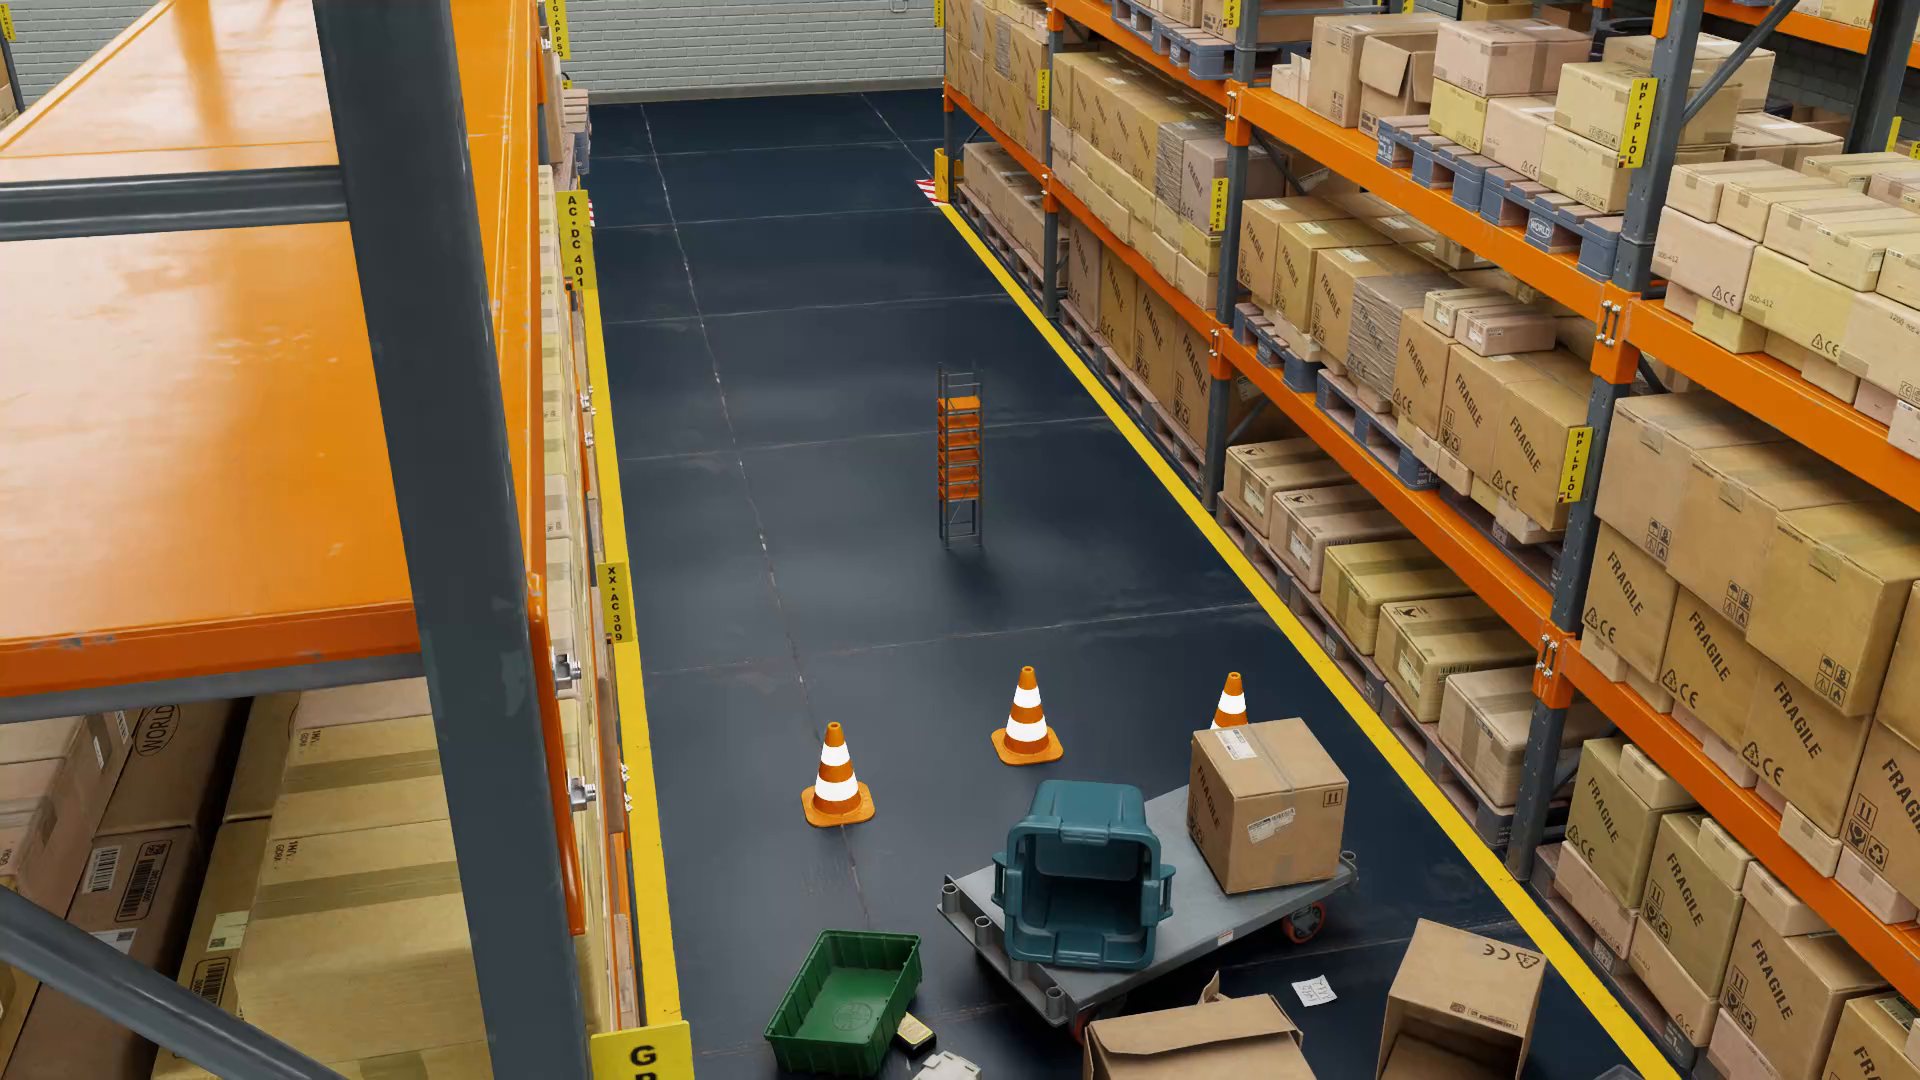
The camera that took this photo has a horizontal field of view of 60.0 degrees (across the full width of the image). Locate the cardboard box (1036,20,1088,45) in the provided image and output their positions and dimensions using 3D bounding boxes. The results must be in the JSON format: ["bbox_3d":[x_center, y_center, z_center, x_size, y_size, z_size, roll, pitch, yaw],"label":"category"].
[{"bbox_3d":[0.848,-4.238,13.877,0.380,0.149,0.250,-7,28,-13],"label":"cardboard box"}]

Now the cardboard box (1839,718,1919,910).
[{"bbox_3d":[3.228,0.861,5.274,0.500,0.500,0.500,-6,27,-11],"label":"cardboard box"}]

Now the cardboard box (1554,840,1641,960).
[{"bbox_3d":[2.901,1.484,7.067,0.500,0.250,0.500,-7,28,-14],"label":"cardboard box"}]

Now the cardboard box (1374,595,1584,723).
[{"bbox_3d":[2.745,0.598,8.687,0.950,0.372,0.625,-4,27,-8],"label":"cardboard box"}]

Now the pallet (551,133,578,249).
[{"bbox_3d":[-2.219,-1.538,7.350,1.003,0.211,1.213,-5,27,-9],"label":"pallet"}]

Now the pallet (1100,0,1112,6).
[{"bbox_3d":[1.482,-4.211,12.647,0.805,0.209,1.217,-7,28,-14],"label":"pallet"}]

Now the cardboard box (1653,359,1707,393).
[{"bbox_3d":[3.269,-0.739,7.259,0.380,0.149,0.250,-6,27,-12],"label":"cardboard box"}]

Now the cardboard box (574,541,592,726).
[{"bbox_3d":[-0.956,0.141,3.071,0.500,0.250,0.500,-6,27,-12],"label":"cardboard box"}]

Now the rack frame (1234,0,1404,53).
[{"bbox_3d":[2.129,-4.277,9.236,1.000,3.000,0.127,-6,27,-12],"label":"rack frame"}]

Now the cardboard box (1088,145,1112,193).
[{"bbox_3d":[1.285,-2.839,12.657,0.500,0.250,0.500,-6,27,-11],"label":"cardboard box"}]

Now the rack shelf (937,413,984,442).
[{"bbox_3d":[0.003,-0.704,10.379,0.258,0.103,0.180,-6,27,-12],"label":"rack shelf"}]

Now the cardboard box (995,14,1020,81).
[{"bbox_3d":[0.622,-4.471,15.058,0.500,0.500,0.500,-6,27,-11],"label":"cardboard box"}]

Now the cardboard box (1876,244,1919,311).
[{"bbox_3d":[3.060,-0.804,5.079,0.380,0.149,0.250,-7,28,-13],"label":"cardboard box"}]

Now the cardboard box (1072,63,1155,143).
[{"bbox_3d":[1.188,-3.403,12.942,0.500,0.500,0.500,-6,27,-12],"label":"cardboard box"}]

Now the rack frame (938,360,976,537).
[{"bbox_3d":[-0.017,-0.569,10.547,0.240,1.200,0.006,-6,27,-12],"label":"rack frame"}]

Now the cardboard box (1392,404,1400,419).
[{"bbox_3d":[2.471,-0.691,8.603,0.380,0.149,0.250,-7,28,-13],"label":"cardboard box"}]

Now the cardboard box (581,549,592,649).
[{"bbox_3d":[-0.975,0.153,3.492,0.380,0.149,0.250,-6,27,-11],"label":"cardboard box"}]

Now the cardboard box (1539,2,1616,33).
[{"bbox_3d":[5.987,-4.942,16.216,0.500,0.500,0.500,-7,28,-13],"label":"cardboard box"}]

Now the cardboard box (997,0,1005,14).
[{"bbox_3d":[0.552,-4.912,15.212,0.380,0.149,0.250,-6,27,-12],"label":"cardboard box"}]

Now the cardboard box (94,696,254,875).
[{"bbox_3d":[-1.362,0.417,2.525,0.500,0.250,0.500,-6,27,-11],"label":"cardboard box"}]

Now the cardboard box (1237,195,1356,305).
[{"bbox_3d":[2.005,-1.742,9.966,0.500,0.500,0.500,-7,28,-13],"label":"cardboard box"}]

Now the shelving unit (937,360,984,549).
[{"bbox_3d":[0.003,-0.529,10.467,0.258,1.200,0.189,-6,27,-12],"label":"shelving unit"}]

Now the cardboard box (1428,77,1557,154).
[{"bbox_3d":[2.535,-1.990,7.736,0.500,0.250,0.500,-6,27,-11],"label":"cardboard box"}]

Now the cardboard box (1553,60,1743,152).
[{"bbox_3d":[2.776,-1.767,6.738,0.500,0.250,0.500,-5,27,-10],"label":"cardboard box"}]

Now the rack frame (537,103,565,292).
[{"bbox_3d":[-1.769,-1.974,4.674,1.000,3.000,0.127,-6,27,-12],"label":"rack frame"}]

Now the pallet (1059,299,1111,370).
[{"bbox_3d":[1.475,-1.779,14.040,1.003,0.211,1.213,-6,27,-12],"label":"pallet"}]

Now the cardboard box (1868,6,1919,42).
[{"bbox_3d":[6.612,-3.577,11.346,0.500,0.250,0.500,-7,28,-13],"label":"cardboard box"}]

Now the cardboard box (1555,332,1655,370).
[{"bbox_3d":[3.091,-0.662,7.826,0.500,0.500,0.500,-6,27,-11],"label":"cardboard box"}]

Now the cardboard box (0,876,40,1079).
[{"bbox_3d":[-1.274,0.532,1.855,0.380,0.149,0.250,-6,27,-11],"label":"cardboard box"}]

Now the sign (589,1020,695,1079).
[{"bbox_3d":[-0.326,0.642,1.762,0.100,0.325,0.005,-6,27,-12],"label":"sign"}]

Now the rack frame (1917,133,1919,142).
[{"bbox_3d":[6.964,-2.104,11.590,1.000,3.000,0.127,-6,27,-12],"label":"rack frame"}]

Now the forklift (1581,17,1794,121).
[{"bbox_3d":[4.763,-1.944,11.348,1.130,2.935,3.031,-20,33,-34],"label":"forklift"}]

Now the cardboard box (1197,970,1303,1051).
[{"bbox_3d":[1.123,1.954,6.585,0.396,0.266,0.258,19,32,32],"label":"cardboard box"}]

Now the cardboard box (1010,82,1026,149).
[{"bbox_3d":[0.753,-3.802,14.843,0.500,0.500,0.500,-7,28,-13],"label":"cardboard box"}]

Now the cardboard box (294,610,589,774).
[{"bbox_3d":[-0.746,0.244,2.425,0.380,0.149,0.250,-6,27,-12],"label":"cardboard box"}]

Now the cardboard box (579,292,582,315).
[{"bbox_3d":[-3.055,-1.686,12.236,0.500,0.250,0.500,-5,27,-9],"label":"cardboard box"}]

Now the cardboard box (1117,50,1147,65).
[{"bbox_3d":[1.573,-3.675,13.481,0.500,0.500,0.500,-5,27,-10],"label":"cardboard box"}]

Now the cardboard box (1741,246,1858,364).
[{"bbox_3d":[2.988,-0.801,5.516,0.500,0.250,0.500,-6,27,-12],"label":"cardboard box"}]

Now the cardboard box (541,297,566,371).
[{"bbox_3d":[-1.093,-0.428,3.757,0.380,0.149,0.250,-6,27,-12],"label":"cardboard box"}]

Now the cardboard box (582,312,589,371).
[{"bbox_3d":[-3.160,-1.580,12.859,0.500,0.500,0.500,-6,27,-13],"label":"cardboard box"}]

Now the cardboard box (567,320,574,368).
[{"bbox_3d":[-1.319,-0.517,4.817,0.380,0.149,0.250,-6,27,-11],"label":"cardboard box"}]

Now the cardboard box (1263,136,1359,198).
[{"bbox_3d":[2.256,-2.331,10.819,0.500,0.500,0.500,-7,28,-13],"label":"cardboard box"}]

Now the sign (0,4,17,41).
[{"bbox_3d":[-8.797,-4.776,15.335,0.100,0.325,0.005,-6,27,-12],"label":"sign"}]

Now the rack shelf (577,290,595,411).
[{"bbox_3d":[-3.121,-1.608,11.406,1.077,0.370,4.000,-6,27,-12],"label":"rack shelf"}]

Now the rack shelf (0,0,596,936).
[{"bbox_3d":[-1.319,-0.596,3.186,1.077,0.370,4.000,-6,27,-12],"label":"rack shelf"}]

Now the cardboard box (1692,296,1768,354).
[{"bbox_3d":[2.864,-0.787,5.930,0.380,0.149,0.250,-6,27,-12],"label":"cardboard box"}]

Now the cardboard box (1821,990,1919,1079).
[{"bbox_3d":[3.270,1.842,5.524,0.500,0.500,0.500,-7,28,-13],"label":"cardboard box"}]

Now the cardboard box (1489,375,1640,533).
[{"bbox_3d":[2.703,-0.387,7.281,0.500,0.500,0.500,-6,27,-13],"label":"cardboard box"}]

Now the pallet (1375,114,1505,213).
[{"bbox_3d":[2.759,-1.835,7.935,1.213,0.211,1.003,-6,27,-12],"label":"pallet"}]

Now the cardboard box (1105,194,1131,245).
[{"bbox_3d":[1.391,-2.394,12.330,0.500,0.250,0.500,-6,27,-12],"label":"cardboard box"}]

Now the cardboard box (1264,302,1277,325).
[{"bbox_3d":[2.052,-1.385,9.977,0.380,0.149,0.250,-8,28,-15],"label":"cardboard box"}]

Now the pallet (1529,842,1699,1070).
[{"bbox_3d":[3.216,1.694,7.160,1.003,0.211,1.213,-6,27,-12],"label":"pallet"}]

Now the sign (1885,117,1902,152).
[{"bbox_3d":[3.558,-1.471,6.433,0.100,0.325,0.005,-6,27,-12],"label":"sign"}]

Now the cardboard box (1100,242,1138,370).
[{"bbox_3d":[1.657,-1.934,13.144,0.875,0.875,0.875,-5,27,-10],"label":"cardboard box"}]

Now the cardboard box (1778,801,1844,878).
[{"bbox_3d":[3.068,1.003,5.713,0.380,0.149,0.250,-6,27,-11],"label":"cardboard box"}]

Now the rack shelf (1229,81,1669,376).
[{"bbox_3d":[2.580,-1.739,8.335,1.077,0.370,4.000,-6,27,-12],"label":"rack shelf"}]

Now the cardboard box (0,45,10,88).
[{"bbox_3d":[-8.963,-4.318,14.979,0.500,0.500,0.500,-6,27,-11],"label":"cardboard box"}]

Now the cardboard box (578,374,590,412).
[{"bbox_3d":[-2.084,-0.487,8.275,0.500,0.500,0.500,-6,27,-12],"label":"cardboard box"}]
